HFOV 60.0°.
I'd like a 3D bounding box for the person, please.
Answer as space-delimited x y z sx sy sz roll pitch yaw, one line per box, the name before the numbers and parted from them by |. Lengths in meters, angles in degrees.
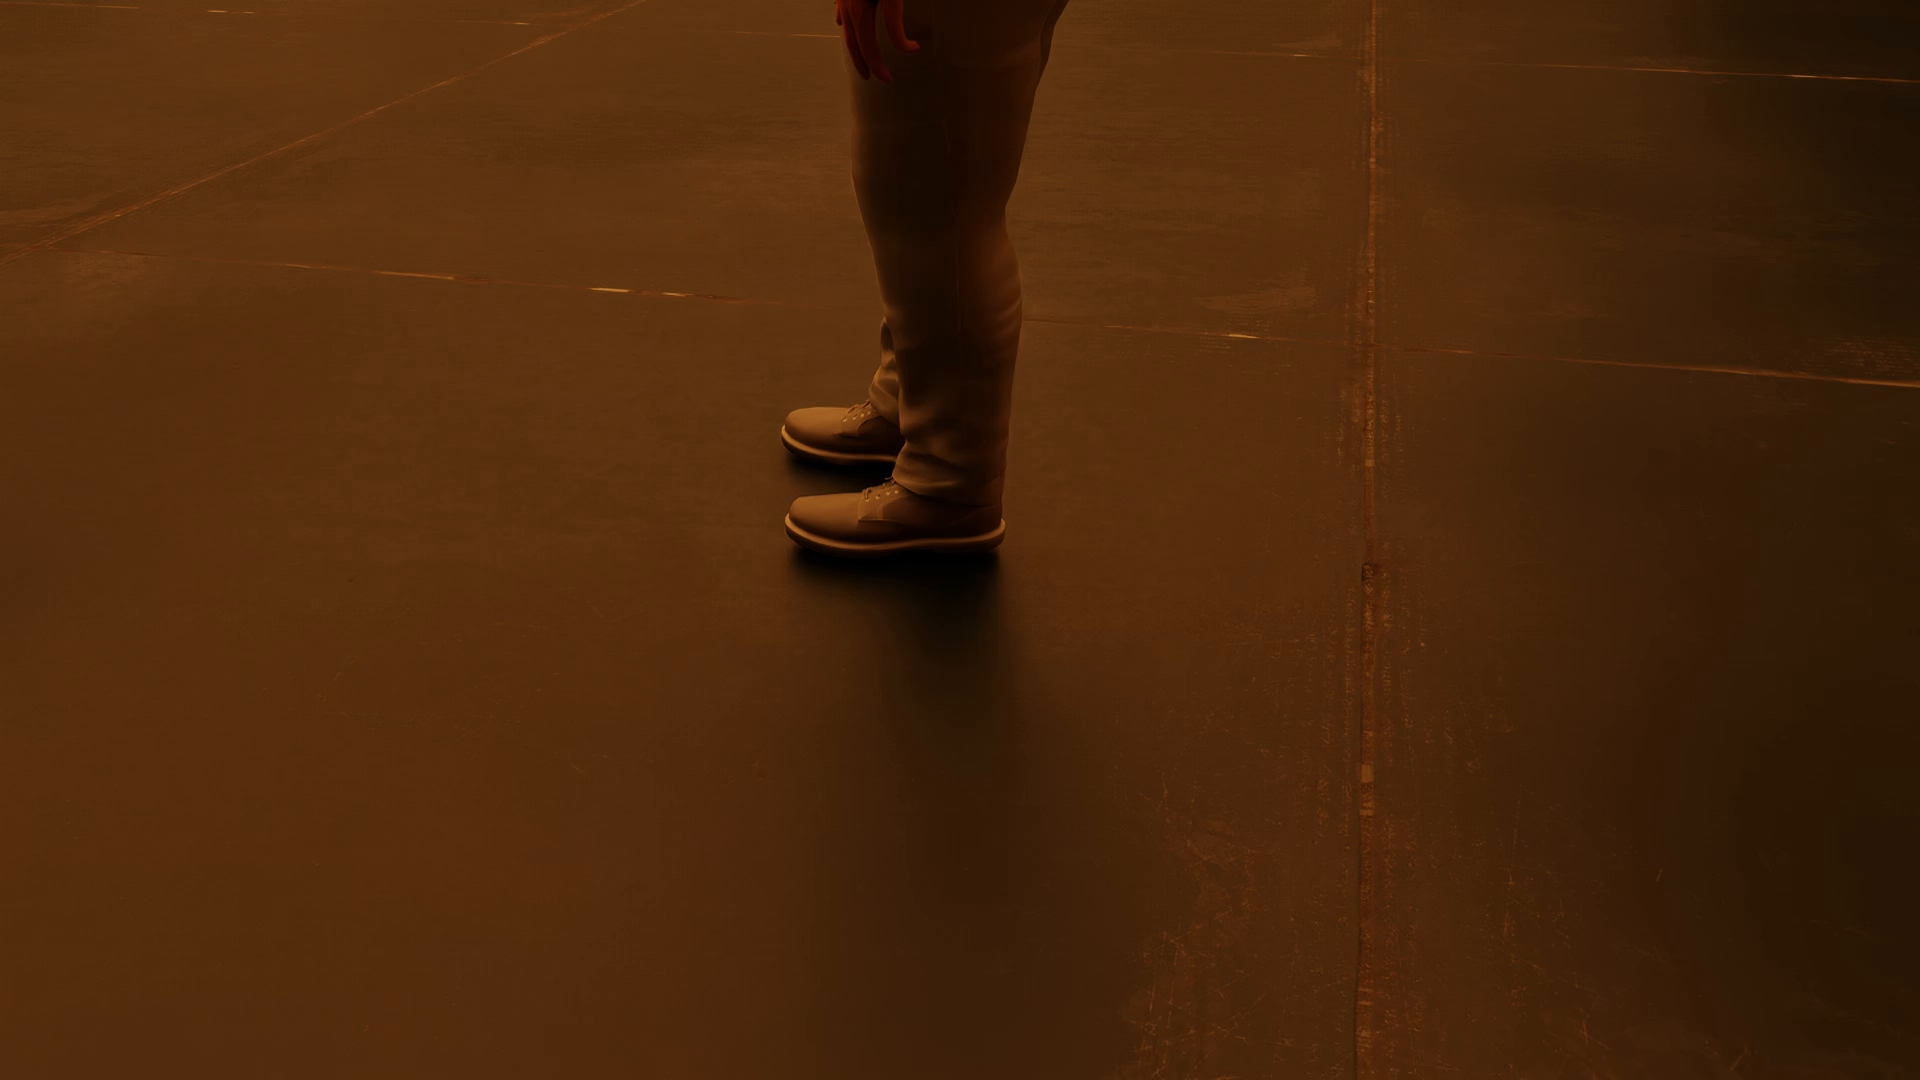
person | -0.074 -0.815 2.120 0.574 1.780 0.641 6 27 11
